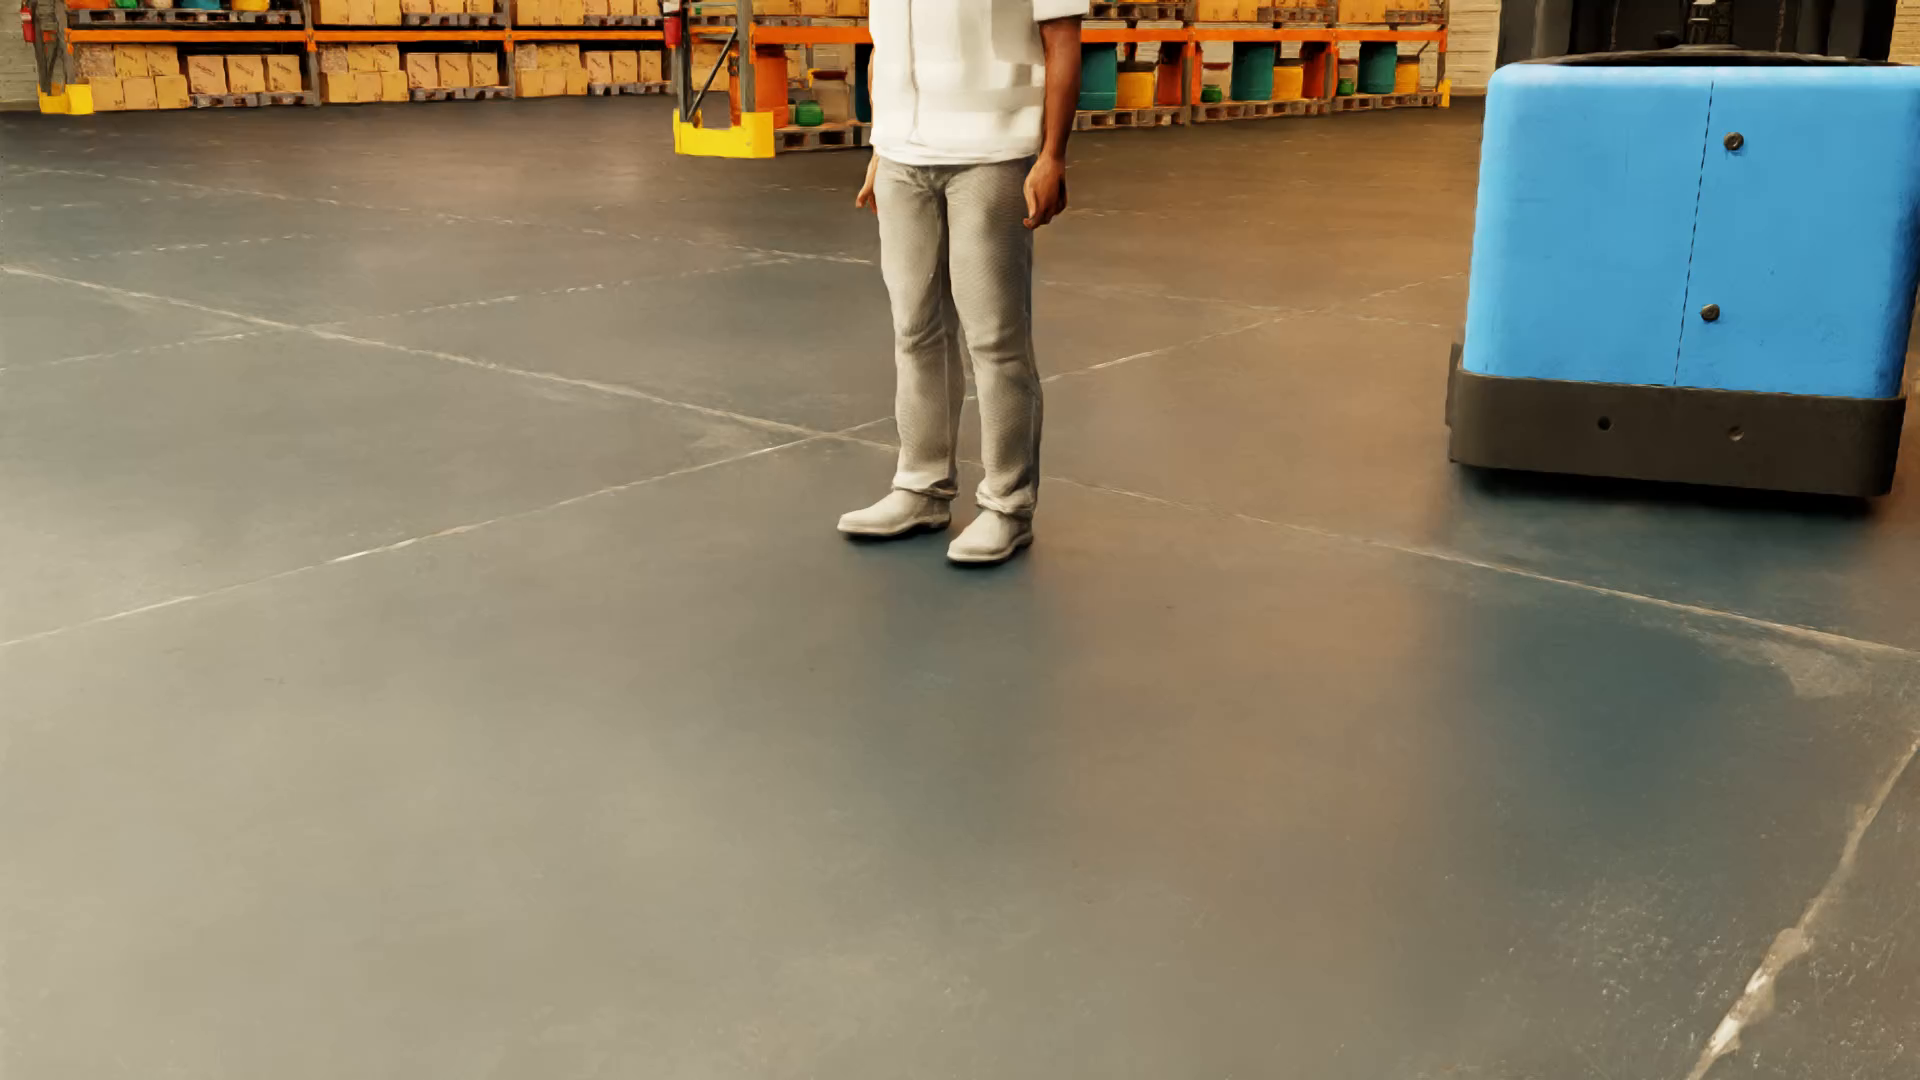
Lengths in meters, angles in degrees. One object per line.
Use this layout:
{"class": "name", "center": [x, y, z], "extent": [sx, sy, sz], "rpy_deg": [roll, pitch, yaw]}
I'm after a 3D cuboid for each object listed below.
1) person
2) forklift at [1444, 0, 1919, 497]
{"class": "person", "center": [-0.007, -0.843, 3.675], "extent": [0.559, 1.771, 0.367], "rpy_deg": [13, 21, 37]}
{"class": "forklift", "center": [2.271, -1.894, 5.136], "extent": [1.130, 2.935, 3.031], "rpy_deg": [6, 18, 19]}
